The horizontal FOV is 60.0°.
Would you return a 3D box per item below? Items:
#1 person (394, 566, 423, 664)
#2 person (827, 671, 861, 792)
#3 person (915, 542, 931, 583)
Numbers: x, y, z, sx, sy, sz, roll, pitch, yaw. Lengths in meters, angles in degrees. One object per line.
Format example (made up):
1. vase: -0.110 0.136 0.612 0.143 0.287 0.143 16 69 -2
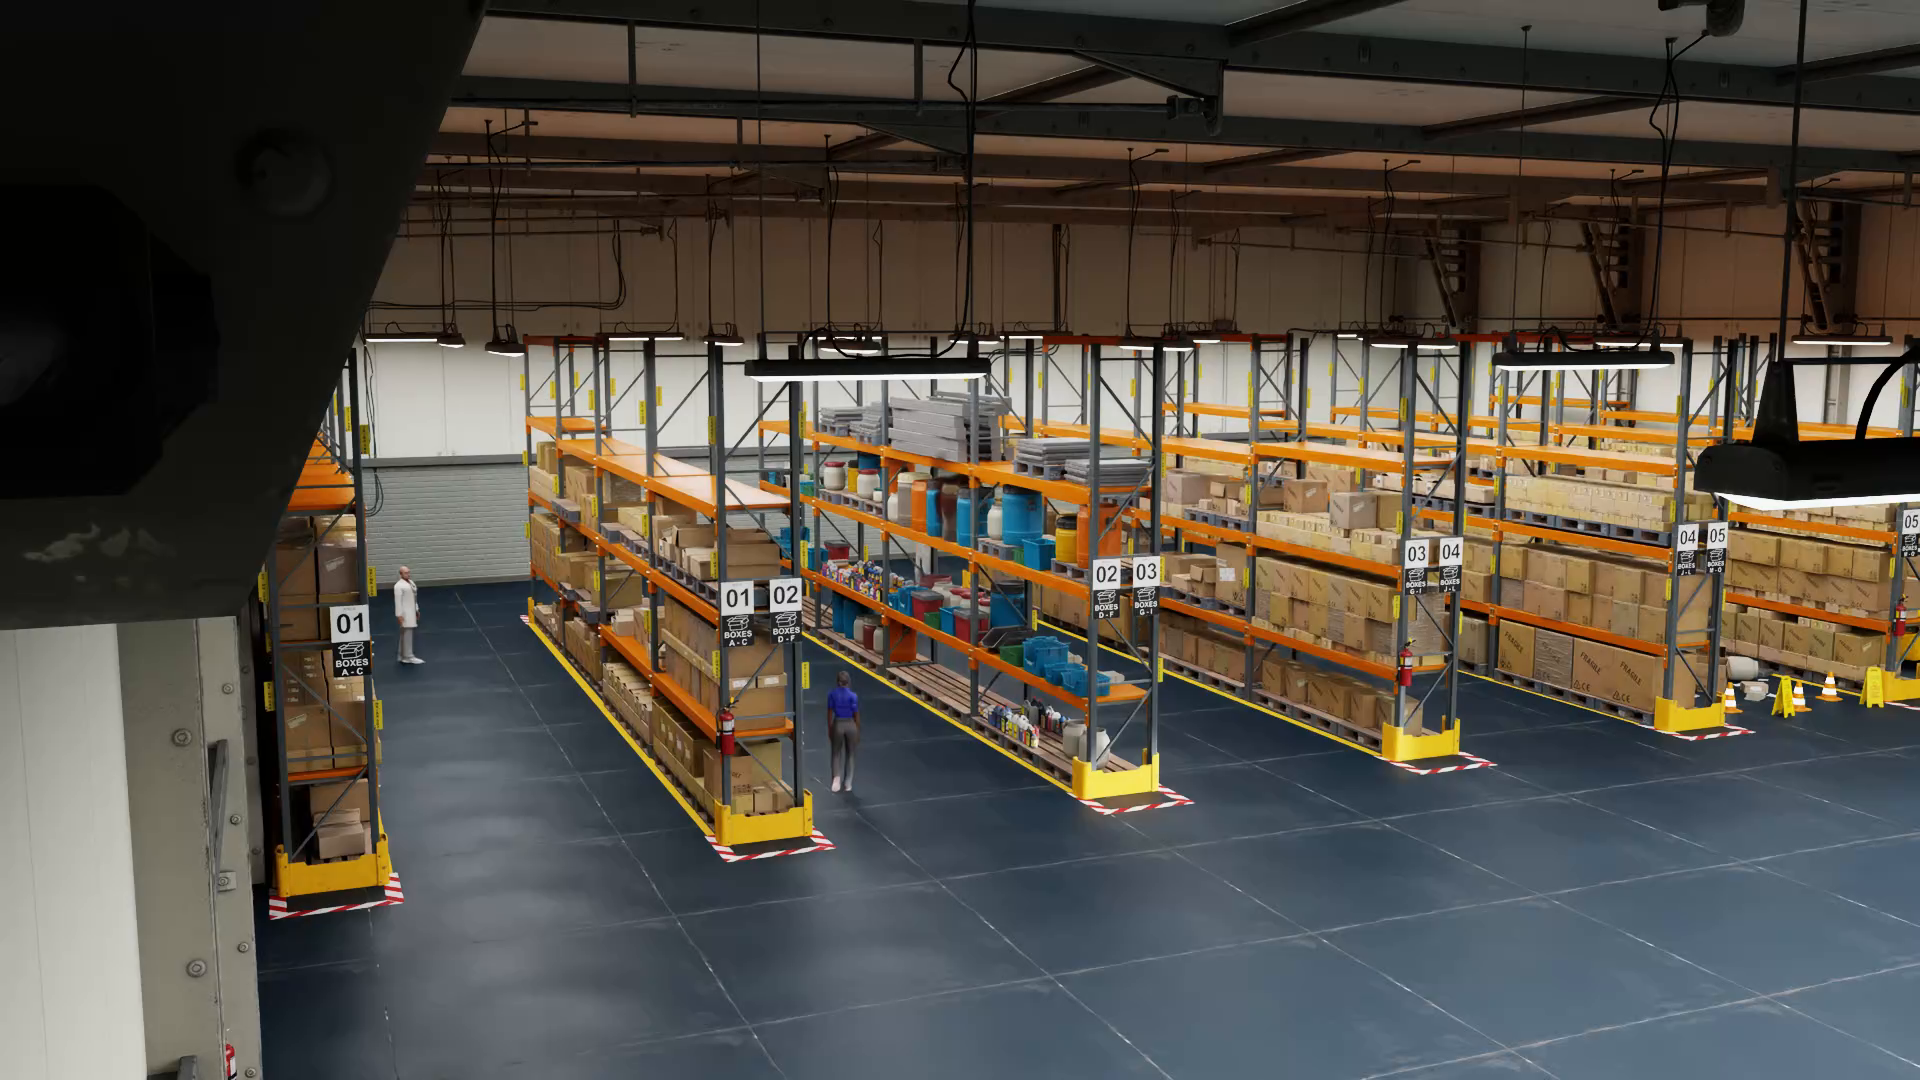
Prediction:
1. person: -10.198 1.371 30.744 0.484 1.792 0.598 -1 8 -10
2. person: -1.555 2.555 22.238 0.456 1.646 0.463 1 8 4
3. person: -0.801 0.398 38.398 0.482 1.654 0.570 5 9 35
